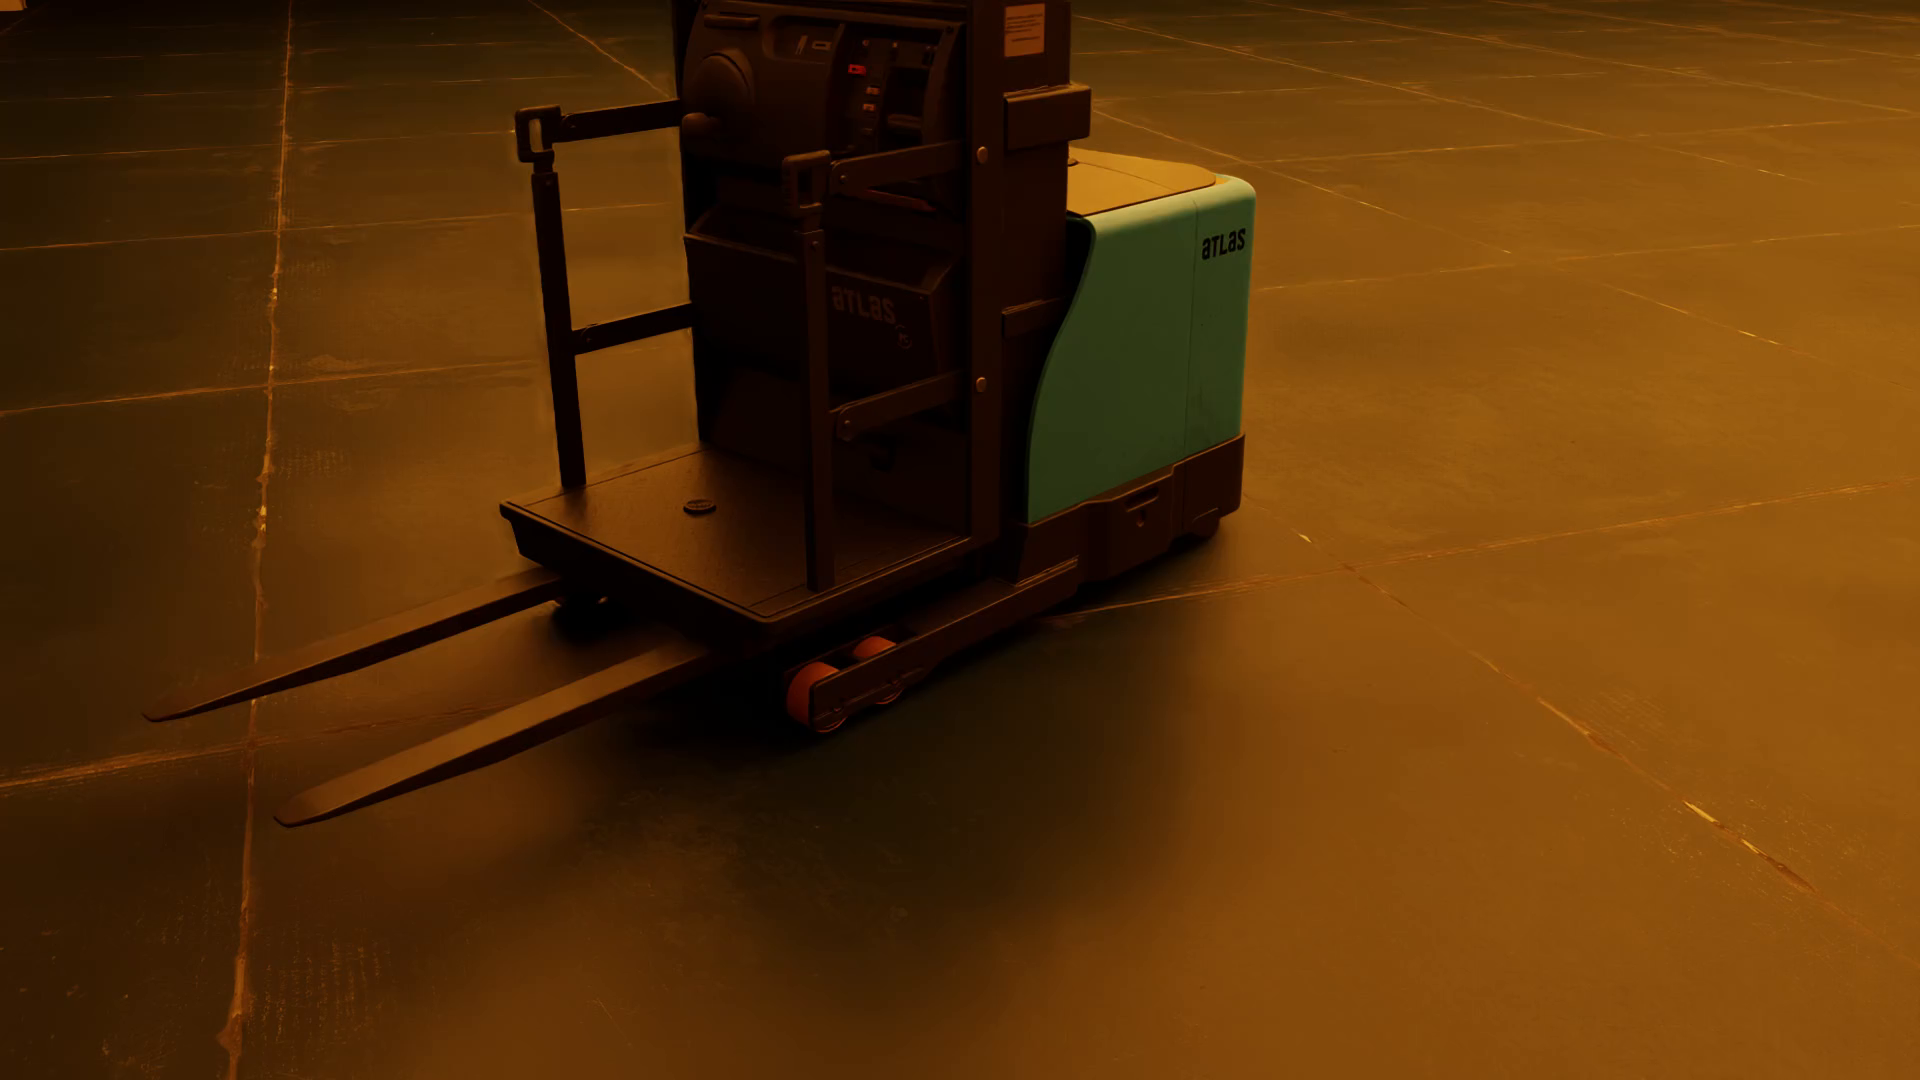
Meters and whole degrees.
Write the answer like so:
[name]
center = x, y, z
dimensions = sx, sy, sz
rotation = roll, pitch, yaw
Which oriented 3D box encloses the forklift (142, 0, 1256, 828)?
[forklift]
center = -0.504, -1.112, 3.943
dimensions = 1.130, 2.935, 3.031
rotation = 20, 30, 39
